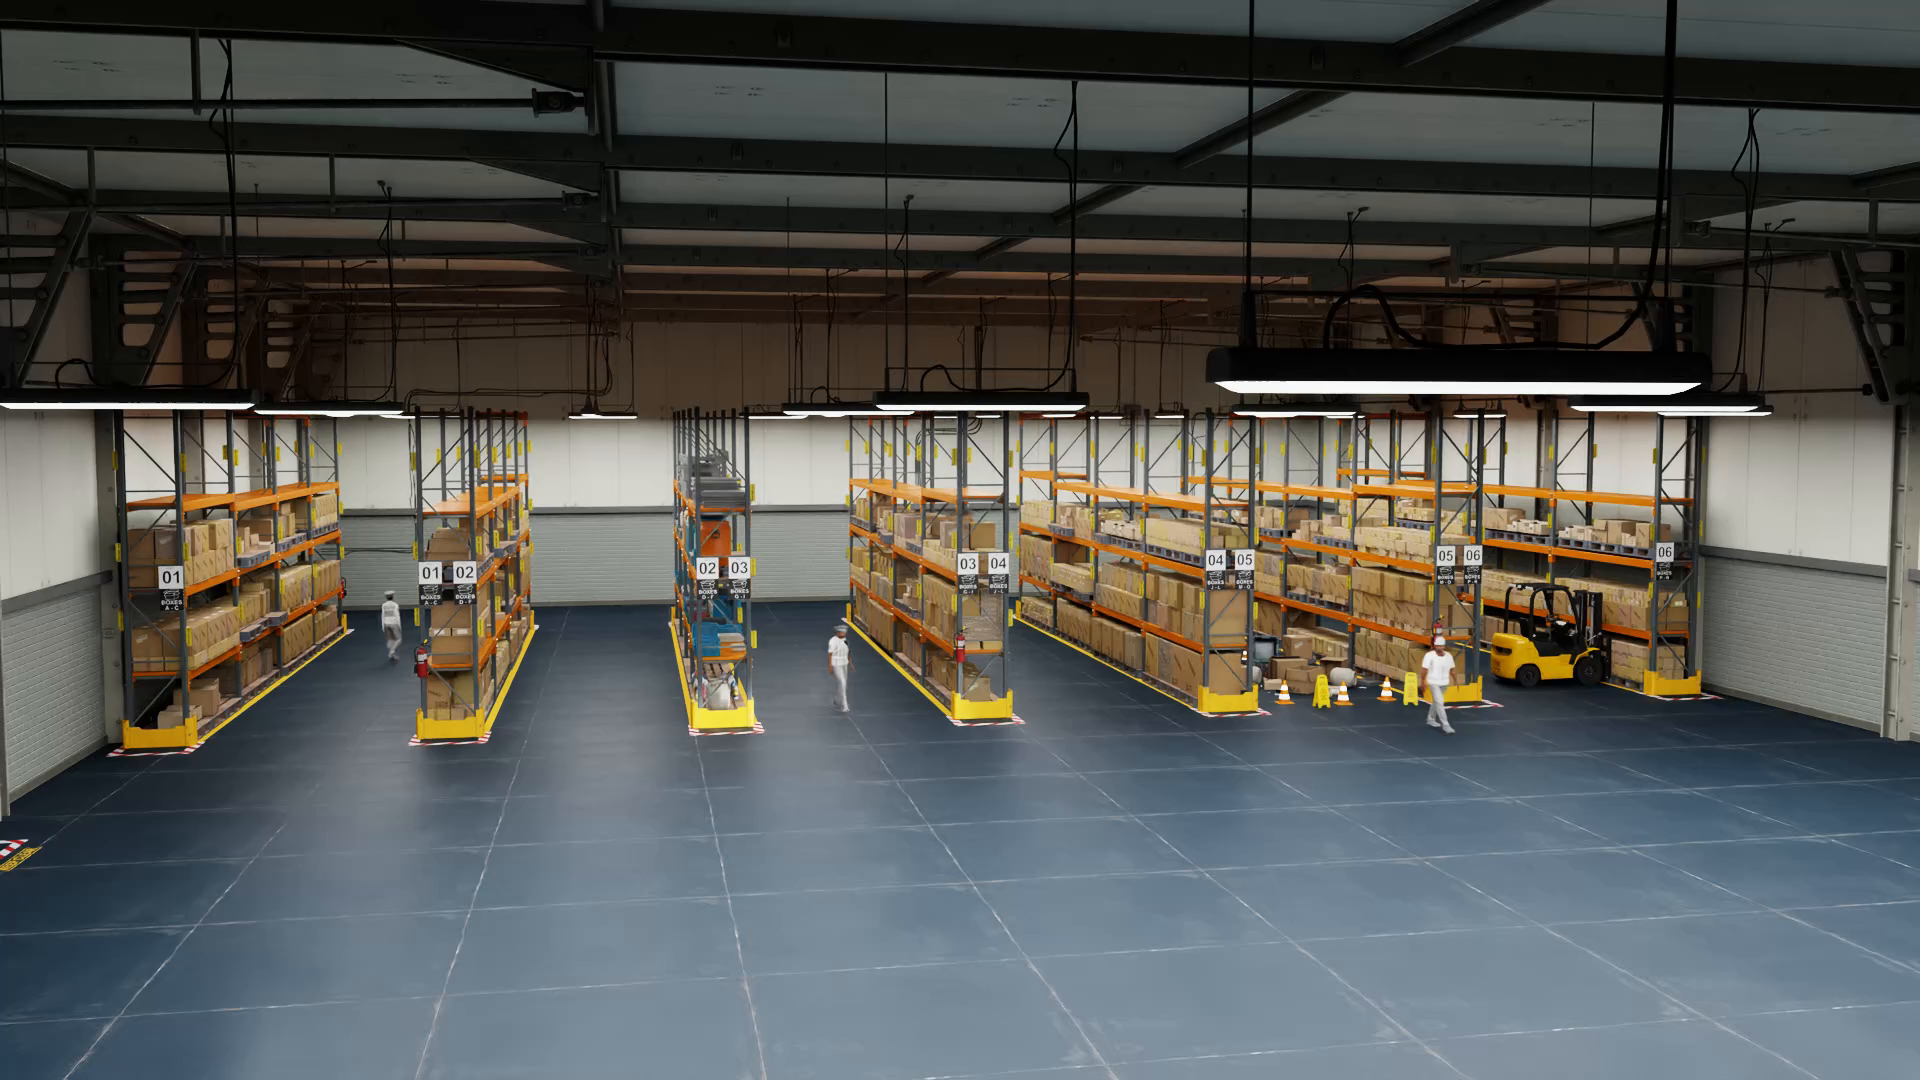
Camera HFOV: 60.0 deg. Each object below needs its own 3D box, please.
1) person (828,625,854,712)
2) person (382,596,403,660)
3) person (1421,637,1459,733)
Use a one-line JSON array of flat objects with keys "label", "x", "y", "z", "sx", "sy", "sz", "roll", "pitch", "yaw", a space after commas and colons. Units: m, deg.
[{"label": "person", "x": -2.326, "y": 2.557, "z": 33.140, "sx": 0.623, "sy": 1.696, "sz": 0.470, "roll": 3, "pitch": 5, "yaw": 37}, {"label": "person", "x": -13.634, "y": 2.070, "z": 39.827, "sx": 0.515, "sy": 1.655, "sz": 0.480, "roll": 1, "pitch": 4, "yaw": 19}, {"label": "person", "x": 8.895, "y": 2.642, "z": 30.713, "sx": 0.599, "sy": 1.707, "sz": 0.963, "roll": -1, "pitch": 4, "yaw": -19}]
